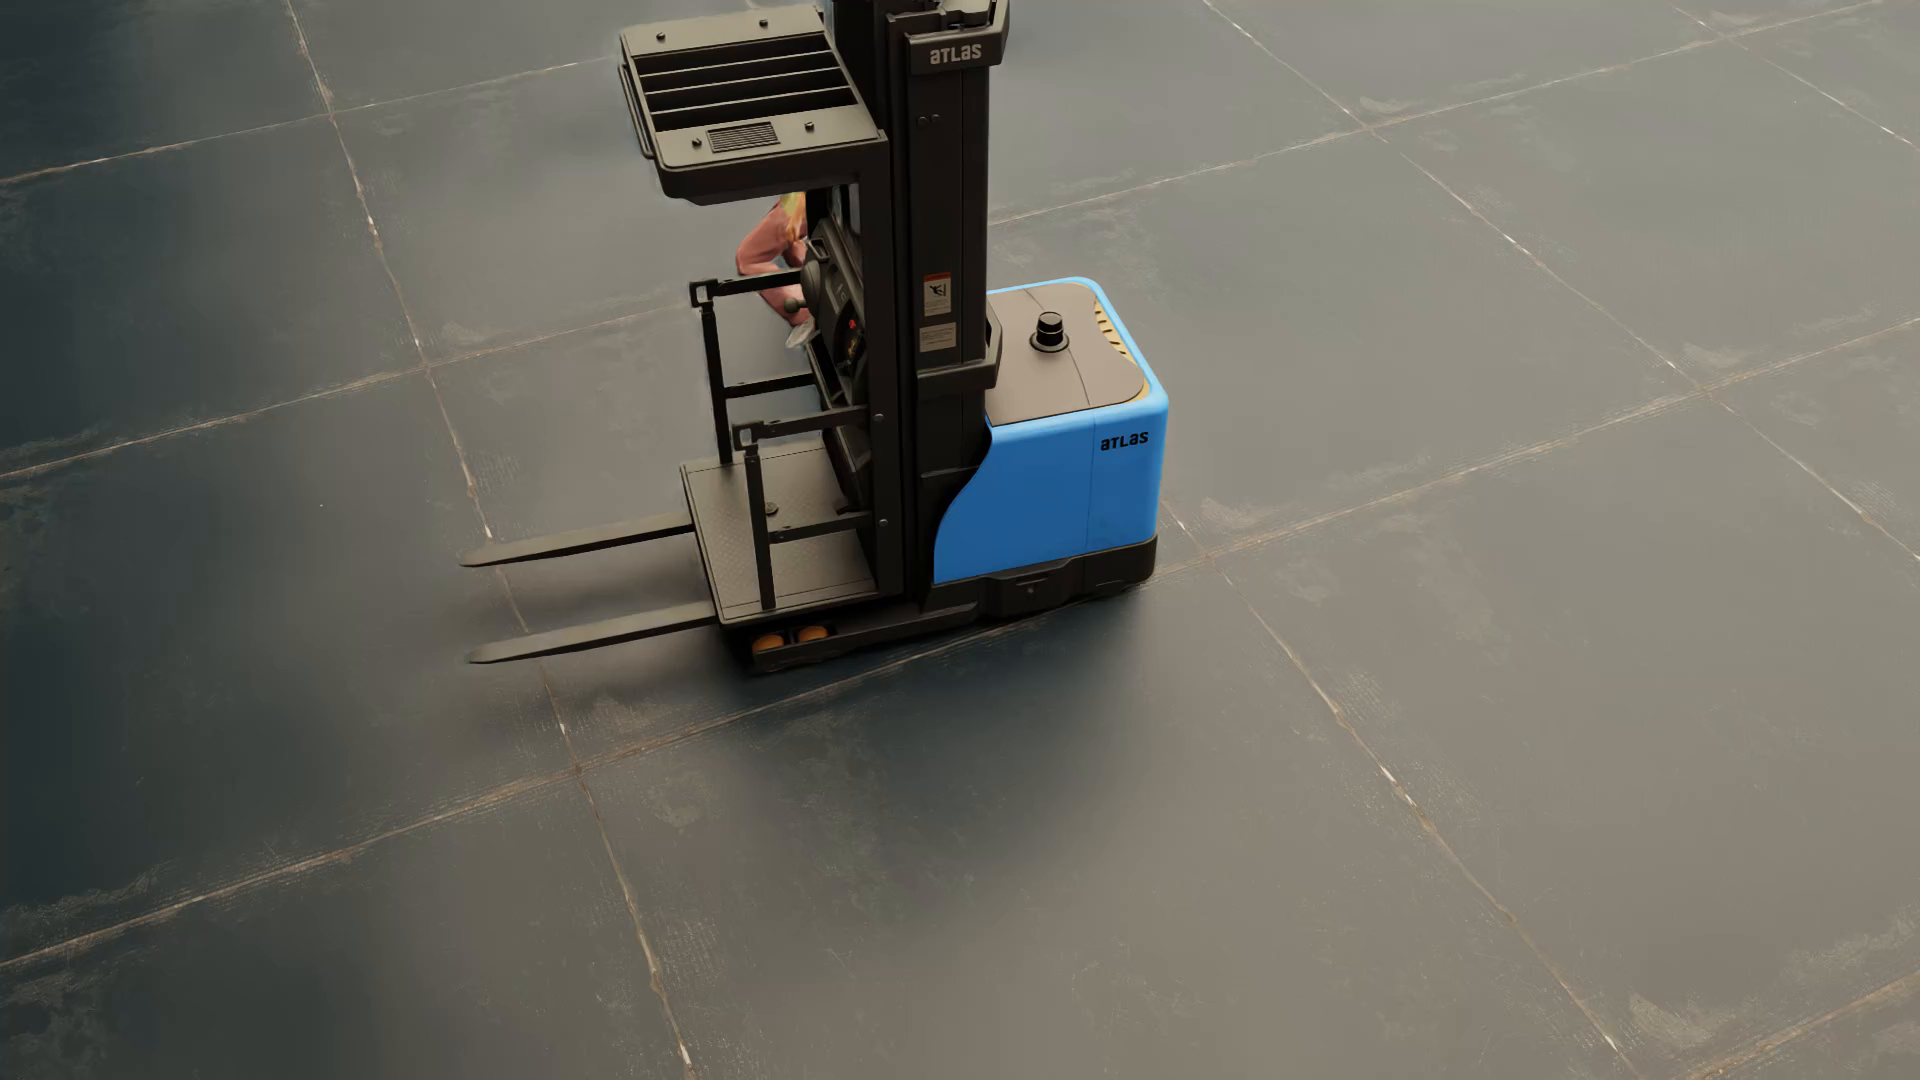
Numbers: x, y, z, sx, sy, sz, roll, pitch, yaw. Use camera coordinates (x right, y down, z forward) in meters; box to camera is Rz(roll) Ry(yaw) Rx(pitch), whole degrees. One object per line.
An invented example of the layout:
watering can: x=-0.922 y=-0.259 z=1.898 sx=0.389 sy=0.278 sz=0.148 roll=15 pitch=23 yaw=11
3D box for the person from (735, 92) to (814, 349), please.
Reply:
person: x=-0.871 y=-1.776 z=8.623 sx=0.496 sy=1.561 sz=0.890 roll=8 pitch=44 yaw=8

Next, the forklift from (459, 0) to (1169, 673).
forklift: x=-0.690 y=-0.903 z=6.647 sx=3.031 sy=2.935 sz=1.130 roll=-11 pitch=44 yaw=-12
